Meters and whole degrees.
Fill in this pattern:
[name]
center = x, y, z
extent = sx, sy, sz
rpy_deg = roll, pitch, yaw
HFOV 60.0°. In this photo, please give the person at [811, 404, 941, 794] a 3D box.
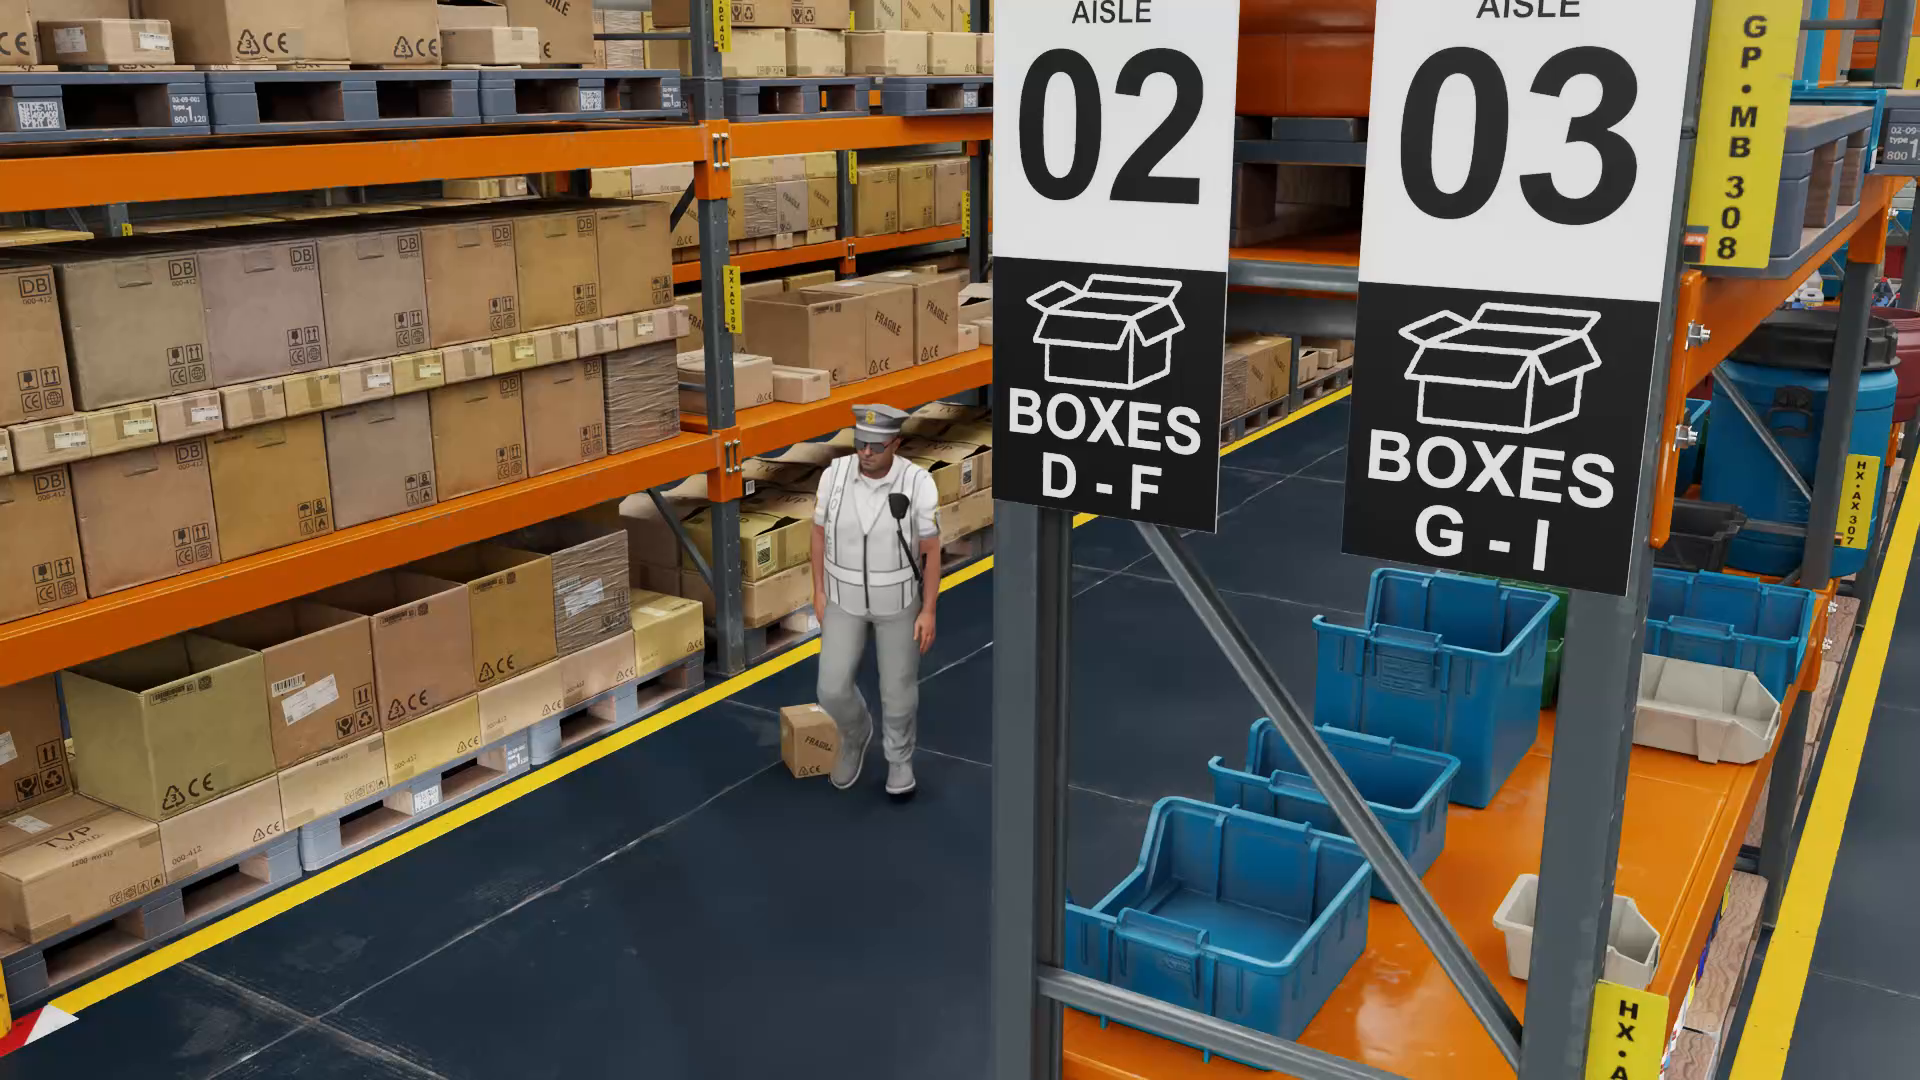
[person]
center = -0.355, 0.266, 7.060
extent = 0.566, 1.761, 0.475
rpy_deg = 2, 16, 5
